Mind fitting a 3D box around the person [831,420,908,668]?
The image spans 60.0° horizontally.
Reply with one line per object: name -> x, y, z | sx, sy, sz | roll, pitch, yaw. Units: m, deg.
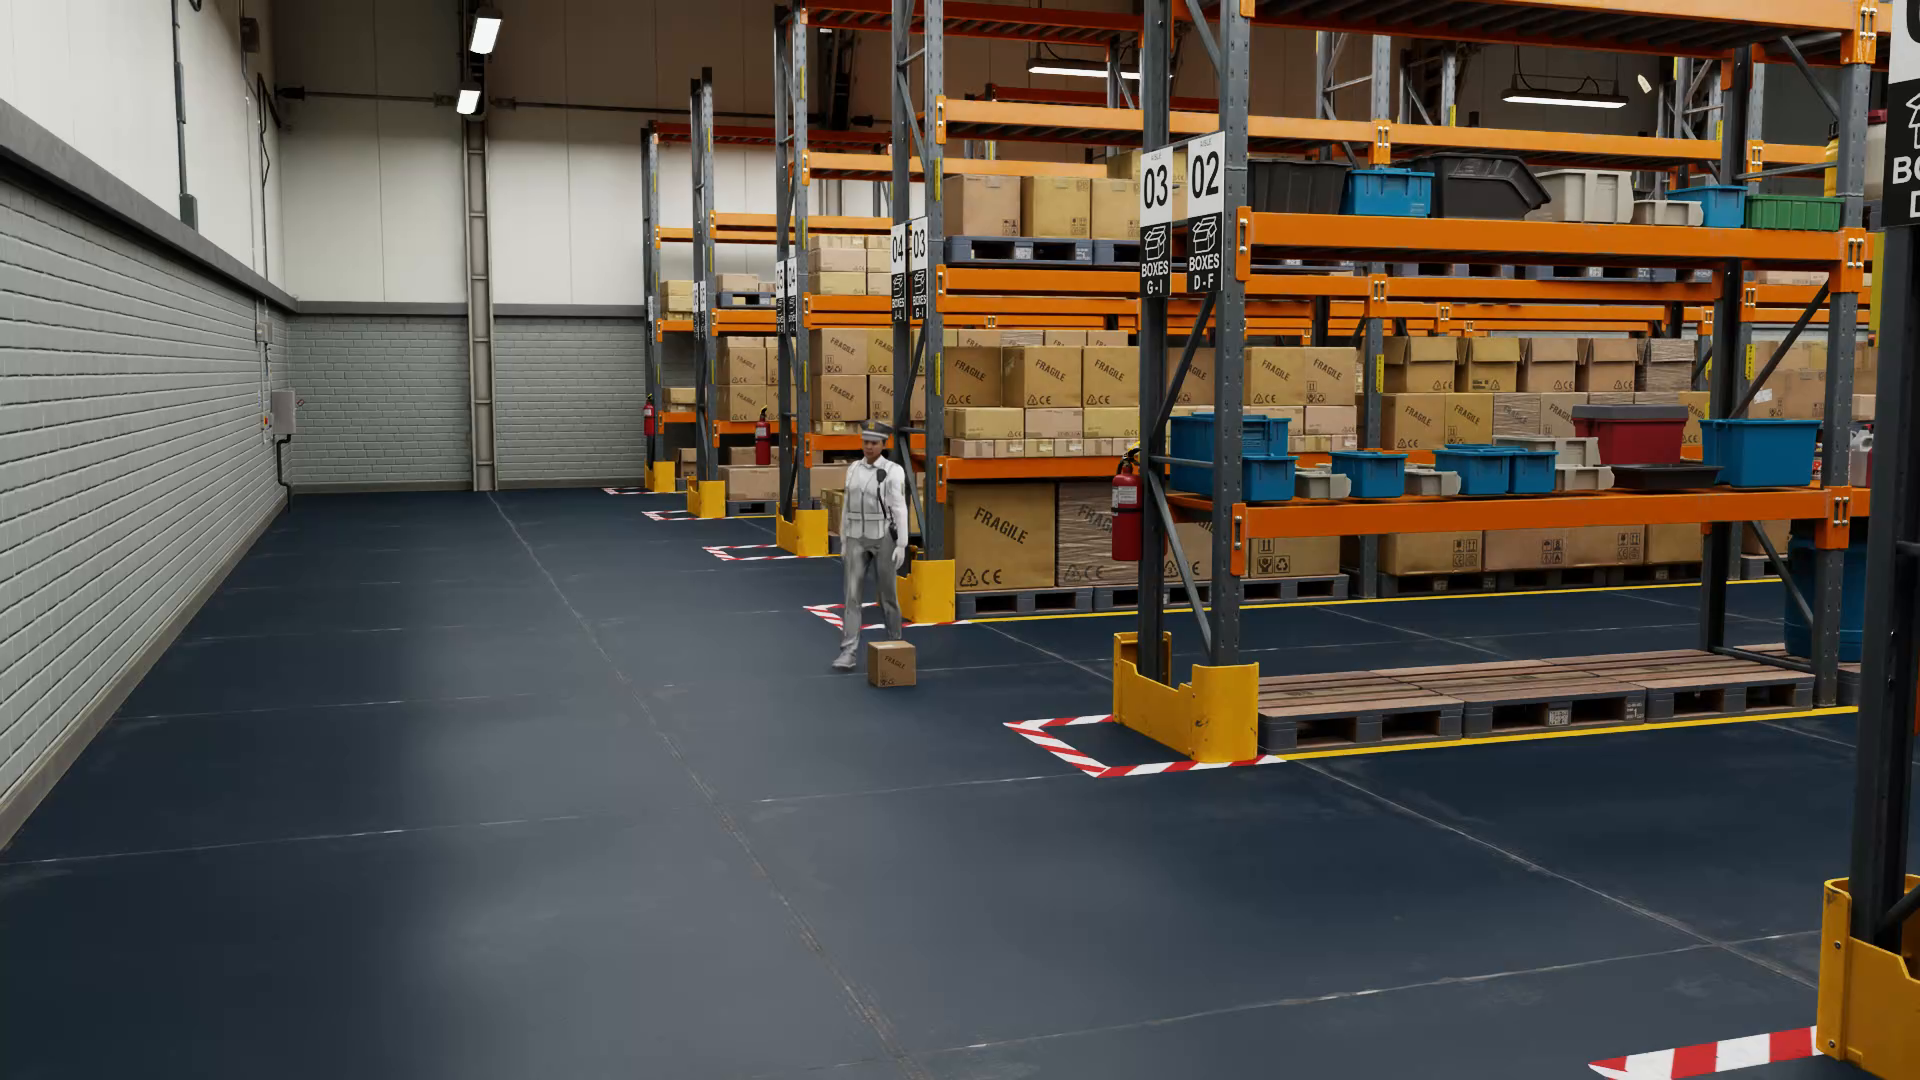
person -> -0.619, 0.028, 11.172 | 0.504, 1.664, 0.681 | 2, 6, 22
